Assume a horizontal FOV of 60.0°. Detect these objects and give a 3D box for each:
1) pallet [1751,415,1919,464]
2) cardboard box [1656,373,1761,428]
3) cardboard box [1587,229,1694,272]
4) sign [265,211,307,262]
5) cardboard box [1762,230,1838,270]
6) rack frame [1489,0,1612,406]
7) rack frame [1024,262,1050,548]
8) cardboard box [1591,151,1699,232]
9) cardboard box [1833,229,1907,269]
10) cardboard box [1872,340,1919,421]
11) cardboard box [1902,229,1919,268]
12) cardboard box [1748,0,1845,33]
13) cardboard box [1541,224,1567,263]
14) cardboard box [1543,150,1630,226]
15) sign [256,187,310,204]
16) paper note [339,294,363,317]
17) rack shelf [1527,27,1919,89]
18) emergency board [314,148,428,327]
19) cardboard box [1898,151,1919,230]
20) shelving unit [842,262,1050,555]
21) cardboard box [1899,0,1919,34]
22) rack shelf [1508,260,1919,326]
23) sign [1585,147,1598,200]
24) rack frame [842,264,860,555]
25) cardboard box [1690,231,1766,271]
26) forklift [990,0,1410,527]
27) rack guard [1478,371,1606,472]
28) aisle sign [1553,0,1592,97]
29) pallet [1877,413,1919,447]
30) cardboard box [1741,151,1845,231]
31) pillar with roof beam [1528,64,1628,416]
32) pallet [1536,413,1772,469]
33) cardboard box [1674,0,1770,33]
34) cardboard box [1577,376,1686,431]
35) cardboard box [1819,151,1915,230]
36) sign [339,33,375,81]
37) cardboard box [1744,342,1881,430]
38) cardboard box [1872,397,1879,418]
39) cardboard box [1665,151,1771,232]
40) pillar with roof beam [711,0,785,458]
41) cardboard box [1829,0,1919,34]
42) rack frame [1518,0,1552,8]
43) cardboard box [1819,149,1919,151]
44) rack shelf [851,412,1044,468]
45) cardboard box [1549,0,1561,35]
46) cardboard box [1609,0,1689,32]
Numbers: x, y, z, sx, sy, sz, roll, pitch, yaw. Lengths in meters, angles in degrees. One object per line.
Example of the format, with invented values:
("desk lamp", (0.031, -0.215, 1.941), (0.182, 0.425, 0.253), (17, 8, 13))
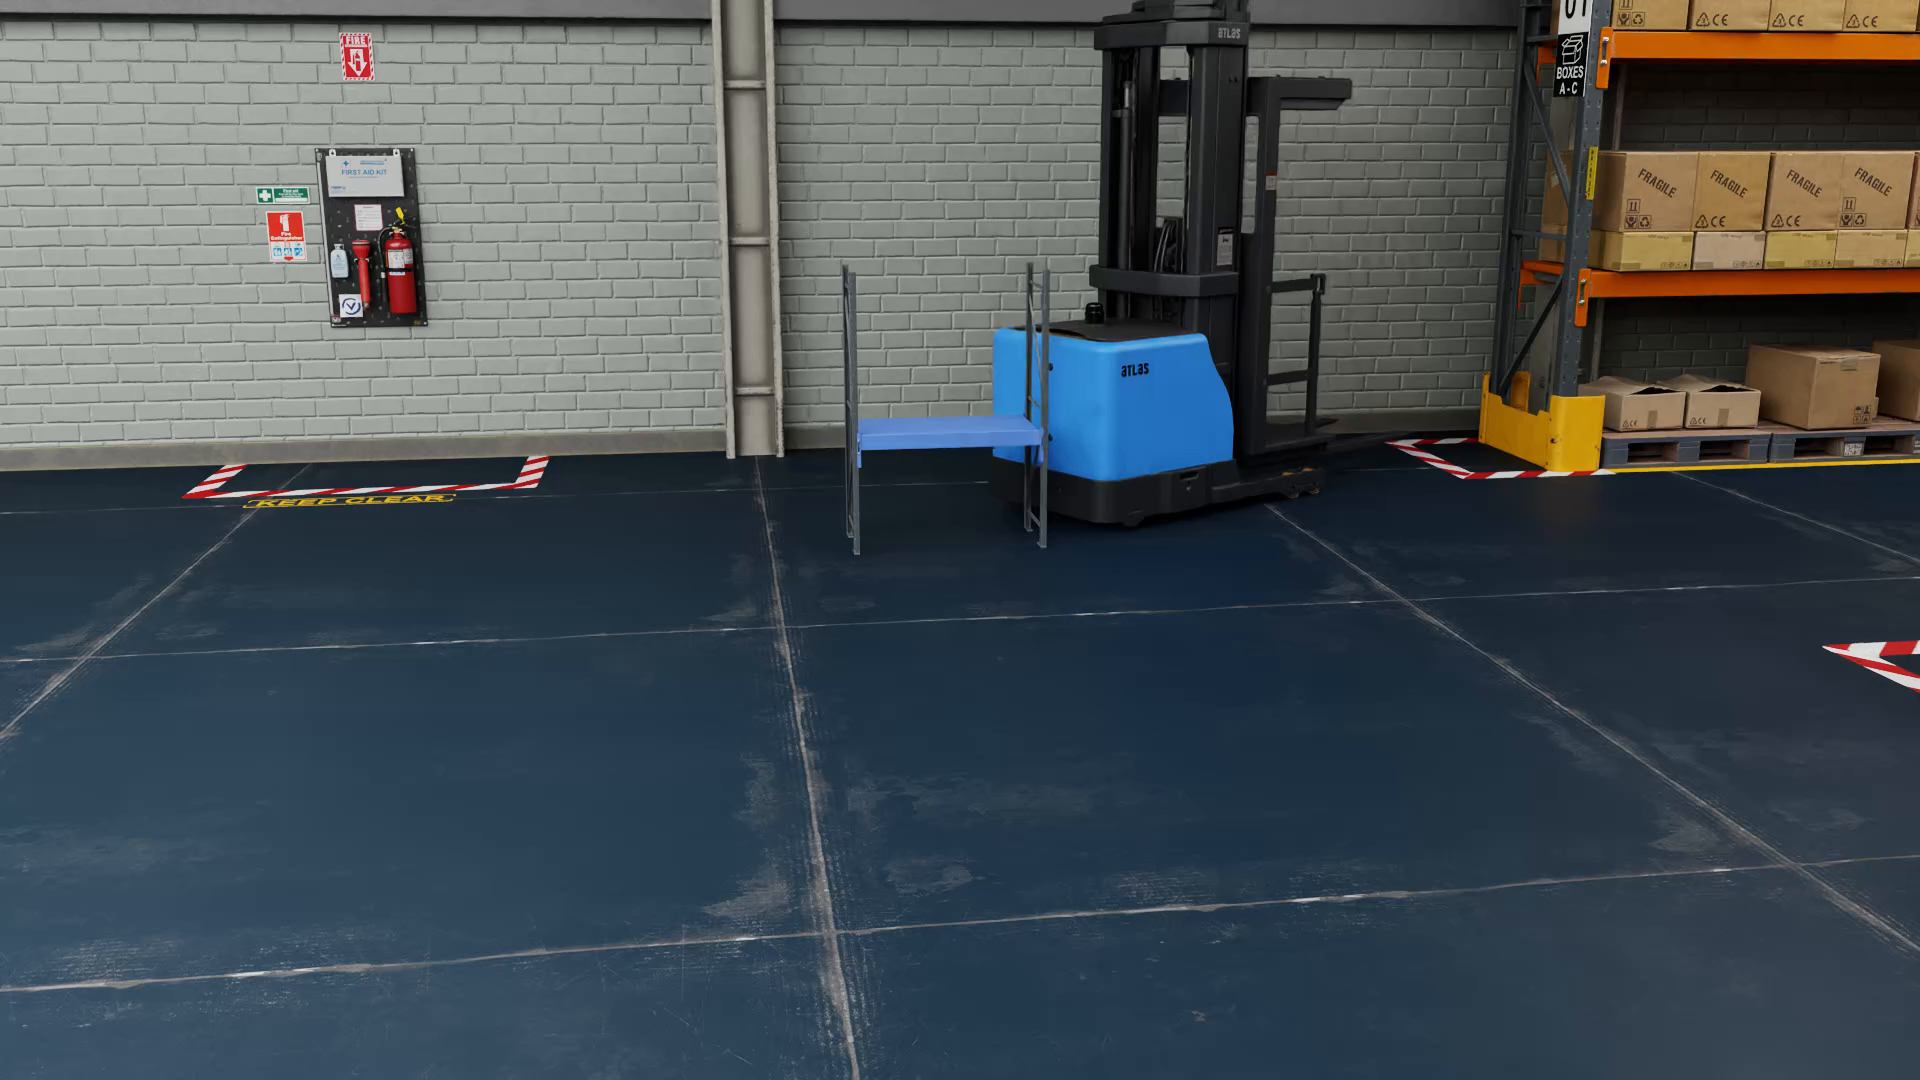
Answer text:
("pallet", (6.025, -0.760, 11.819), (1.213, 0.211, 1.003), (-2, 14, -8))
("cardboard box", (5.199, -0.979, 11.582), (0.500, 0.311, 0.500), (-1, 14, -4))
("cardboard box", (4.467, -1.924, 10.994), (0.500, 0.250, 0.500), (-3, 14, -10))
("sign", (-4.444, -2.003, 10.970), (0.234, 0.329, 0.001), (-2, 14, -8))
("cardboard box", (5.483, -1.963, 11.151), (0.500, 0.250, 0.500), (-2, 14, -9))
("rack frame", (3.937, -2.046, 11.212), (0.127, 3.000, 1.000), (-2, 14, -8))
("rack frame", (0.418, -0.743, 9.101), (0.032, 1.500, 0.500), (-2, 14, -8))
("cardboard box", (4.454, -2.291, 10.918), (0.500, 0.500, 0.500), (-2, 14, -8))
("cardboard box", (5.983, -1.981, 11.222), (0.500, 0.250, 0.500), (-2, 14, -8))
("cardboard box", (6.872, -1.144, 11.852), (0.500, 0.500, 0.500), (-3, 14, -13))
("cardboard box", (6.480, -1.999, 11.295), (0.500, 0.250, 0.500), (-2, 14, -9))
("cardboard box", (5.354, -3.541, 10.763), (0.500, 0.500, 0.500), (-1, 14, -6))
("cardboard box", (4.371, -2.046, 11.482), (0.500, 0.250, 0.500), (-2, 14, -7))
("cardboard box", (4.372, -2.415, 11.409), (0.500, 0.500, 0.500), (-2, 14, -9))
("sign", (-4.438, -2.258, 10.898), (0.331, 0.109, 0.001), (-2, 14, -8))
("paper note", (-4.067, -1.564, 11.103), (0.142, 0.148, 0.016), (-2, 14, -8))
("rack shelf", (5.915, -3.224, 11.224), (4.000, 0.370, 1.077), (-2, 14, -8))
("emergency board", (-3.882, -1.981, 10.956), (0.643, 1.169, 0.194), (-2, 14, -8))
("cardboard box", (6.479, -2.365, 11.210), (0.500, 0.500, 0.500), (-3, 14, -10))
("shelving unit", (-0.084, -0.724, 9.027), (1.048, 1.500, 0.538), (-2, 14, -8))
("cardboard box", (6.386, -3.581, 10.923), (0.500, 0.500, 0.500), (-3, 14, -11))
("rack shelf", (5.915, -1.769, 11.589), (4.000, 0.370, 1.077), (-2, 14, -8))
("sign", (4.018, -2.335, 10.587), (0.005, 0.325, 0.100), (-2, 14, -8))
("rack frame", (-0.587, -0.706, 8.954), (0.032, 1.500, 0.500), (-2, 14, -8))
("cardboard box", (4.978, -1.946, 11.083), (0.500, 0.250, 0.500), (-3, 14, -10))
("forklift", (1.646, -1.763, 10.228), (3.031, 2.935, 1.130), (-11, 18, -38))
("rack guard", (4.012, -0.836, 11.527), (0.348, 0.500, 1.175), (-2, 14, -8))
("aisle sign", (3.911, -3.232, 10.598), (0.004, 0.787, 0.394), (-2, 14, -8))
("pallet", (7.234, -0.805, 11.998), (1.213, 0.211, 1.003), (-2, 14, -8))
("cardboard box", (5.456, -2.324, 11.048), (0.500, 0.500, 0.500), (-3, 14, -10))
("pillar with roof beam", (5.142, -4.153, 7.284), (0.400, 9.000, 9.100), (-2, 14, -8))
("pallet", (4.821, -0.717, 11.646), (1.213, 0.211, 1.003), (-2, 14, -8))
("cardboard box", (4.842, -3.522, 10.685), (0.500, 0.500, 0.500), (-1, 14, -5))
("cardboard box", (4.635, -0.958, 11.499), (0.500, 0.311, 0.500), (-4, 15, -15))
("cardboard box", (5.965, -2.346, 11.134), (0.500, 0.500, 0.500), (-2, 14, -7))
("sign", (-3.905, -3.129, 10.768), (0.199, 0.298, 0.001), (-2, 14, -8))
("cardboard box", (5.931, -1.085, 11.617), (0.500, 0.500, 0.700), (-3, 14, -12))
("cardboard box", (6.308, -0.968, 11.872), (0.250, 0.149, 0.380), (-3, 14, -13))
("cardboard box", (4.944, -2.307, 10.979), (0.500, 0.500, 0.500), (-2, 14, -8))
("pillar with roof beam", (-0.791, -3.936, 6.417), (0.400, 9.000, 9.100), (-2, 14, -8))
("cardboard box", (5.881, -3.566, 10.861), (0.500, 0.500, 0.500), (-1, 14, -5))
("rack frame", (3.937, -4.956, 10.482), (0.127, 3.000, 1.000), (-2, 14, -8))
("cardboard box", (6.391, -2.490, 11.709), (0.500, 0.500, 0.500), (-2, 14, -7))
("rack shelf", (-0.084, -0.550, 9.071), (1.000, 0.185, 0.538), (-2, 14, -8))
("cardboard box", (4.312, -3.635, 11.136), (0.500, 0.500, 0.500), (-1, 14, -4))
("cardboard box", (4.305, -3.511, 10.641), (0.500, 0.500, 0.500), (-2, 14, -7))
